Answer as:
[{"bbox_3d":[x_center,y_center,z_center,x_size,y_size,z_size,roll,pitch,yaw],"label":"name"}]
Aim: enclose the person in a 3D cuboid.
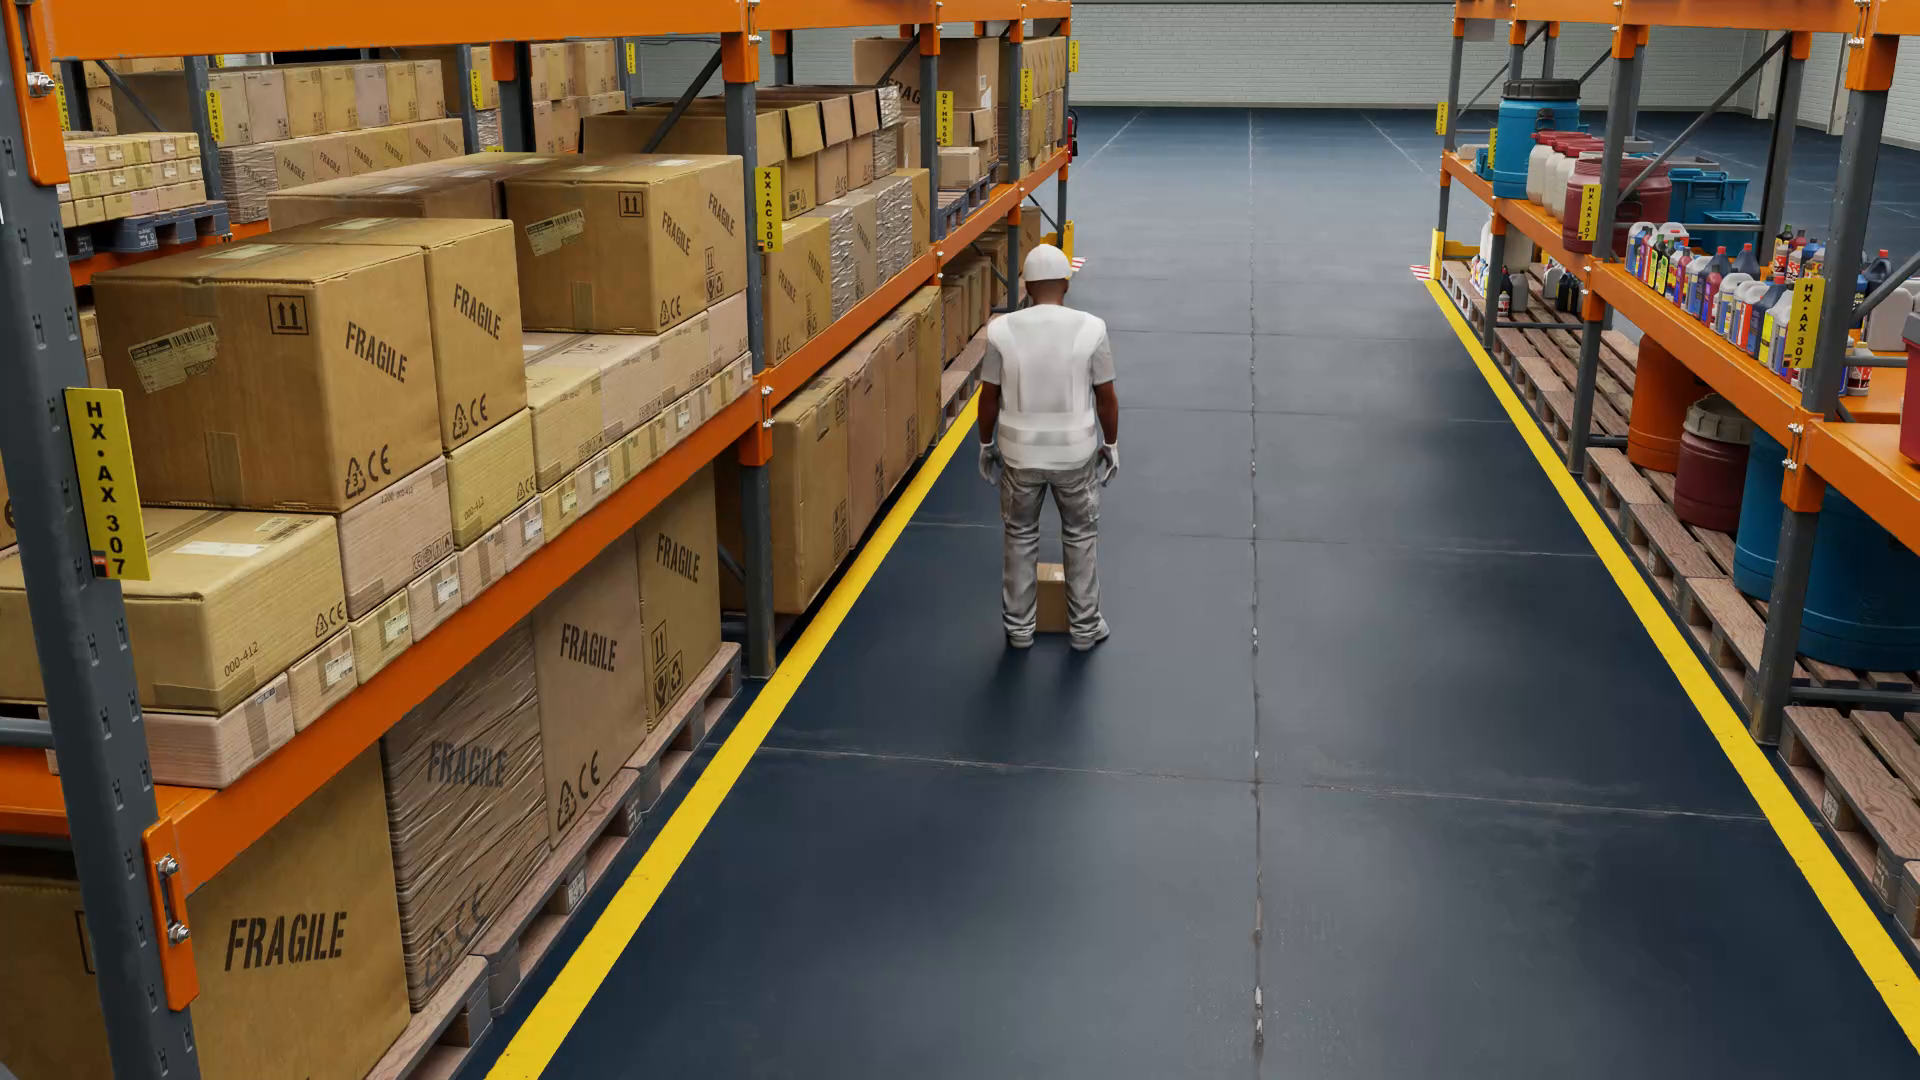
[{"bbox_3d":[0.386,-0.388,7.254,0.615,1.772,0.452,2,18,6],"label":"person"}]
